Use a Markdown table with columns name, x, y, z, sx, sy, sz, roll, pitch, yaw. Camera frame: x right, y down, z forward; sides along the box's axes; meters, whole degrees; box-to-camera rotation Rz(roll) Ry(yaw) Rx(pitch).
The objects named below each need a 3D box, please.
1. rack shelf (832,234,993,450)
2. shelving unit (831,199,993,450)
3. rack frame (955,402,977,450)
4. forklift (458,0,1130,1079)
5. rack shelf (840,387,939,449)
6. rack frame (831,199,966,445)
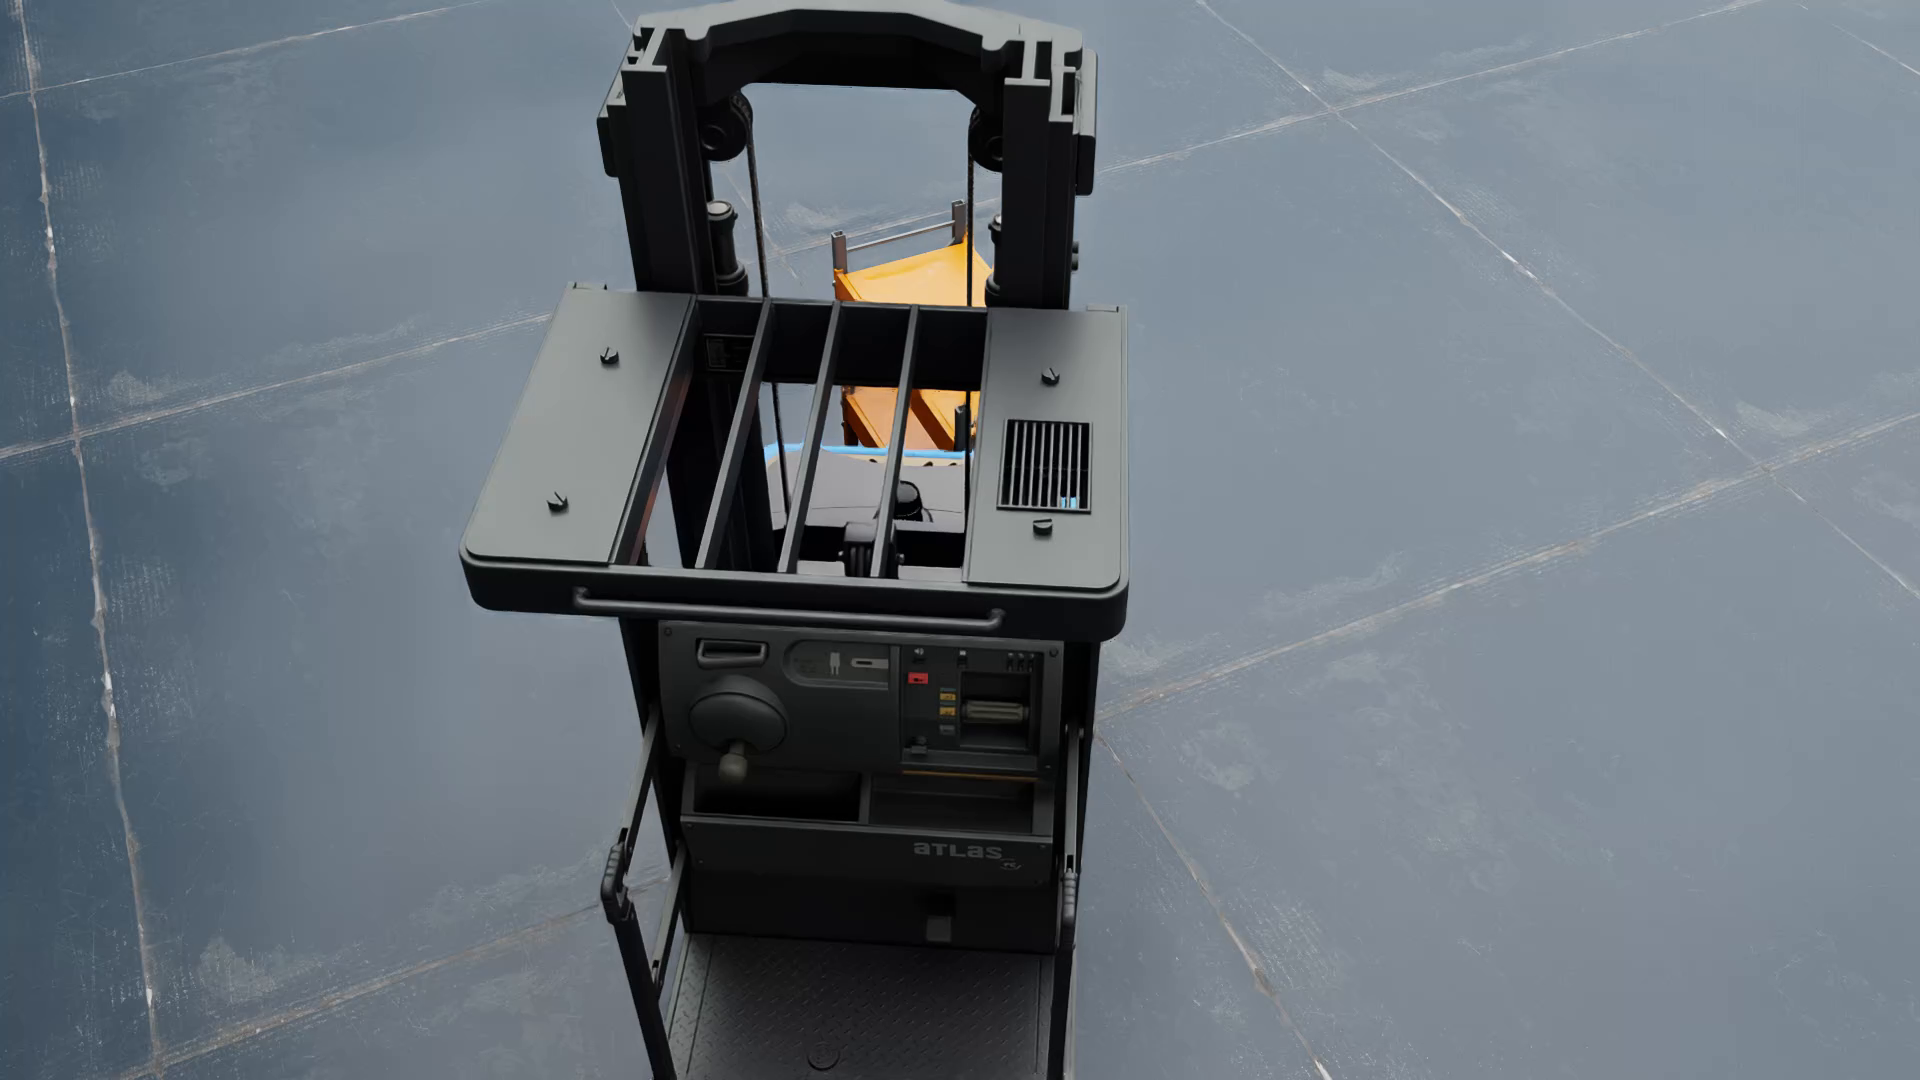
| name | x | y | z | sx | sy | sz | roll | pitch | yaw |
| --- | --- | --- | --- | --- | --- | --- | --- | --- | --- |
| rack shelf | 0.003 | -0.604 | 5.645 | 0.538 | 0.278 | 1.000 | -18 | 47 | -17 |
| shelving unit | 0.003 | -0.396 | 5.851 | 0.538 | 1.125 | 1.048 | -18 | 47 | -17 |
| rack frame | 0.217 | -0.072 | 5.522 | 0.500 | 1.125 | 0.032 | -18 | 47 | -17 |
| forklift | -0.243 | 0.473 | 3.684 | 1.130 | 2.935 | 3.031 | 3 | 45 | 3 |
| rack shelf | 0.003 | -0.222 | 6.022 | 0.538 | 0.278 | 1.000 | -18 | 47 | -17 |
| rack frame | -0.211 | -0.720 | 6.179 | 0.500 | 1.125 | 0.032 | -18 | 47 | -17 |
